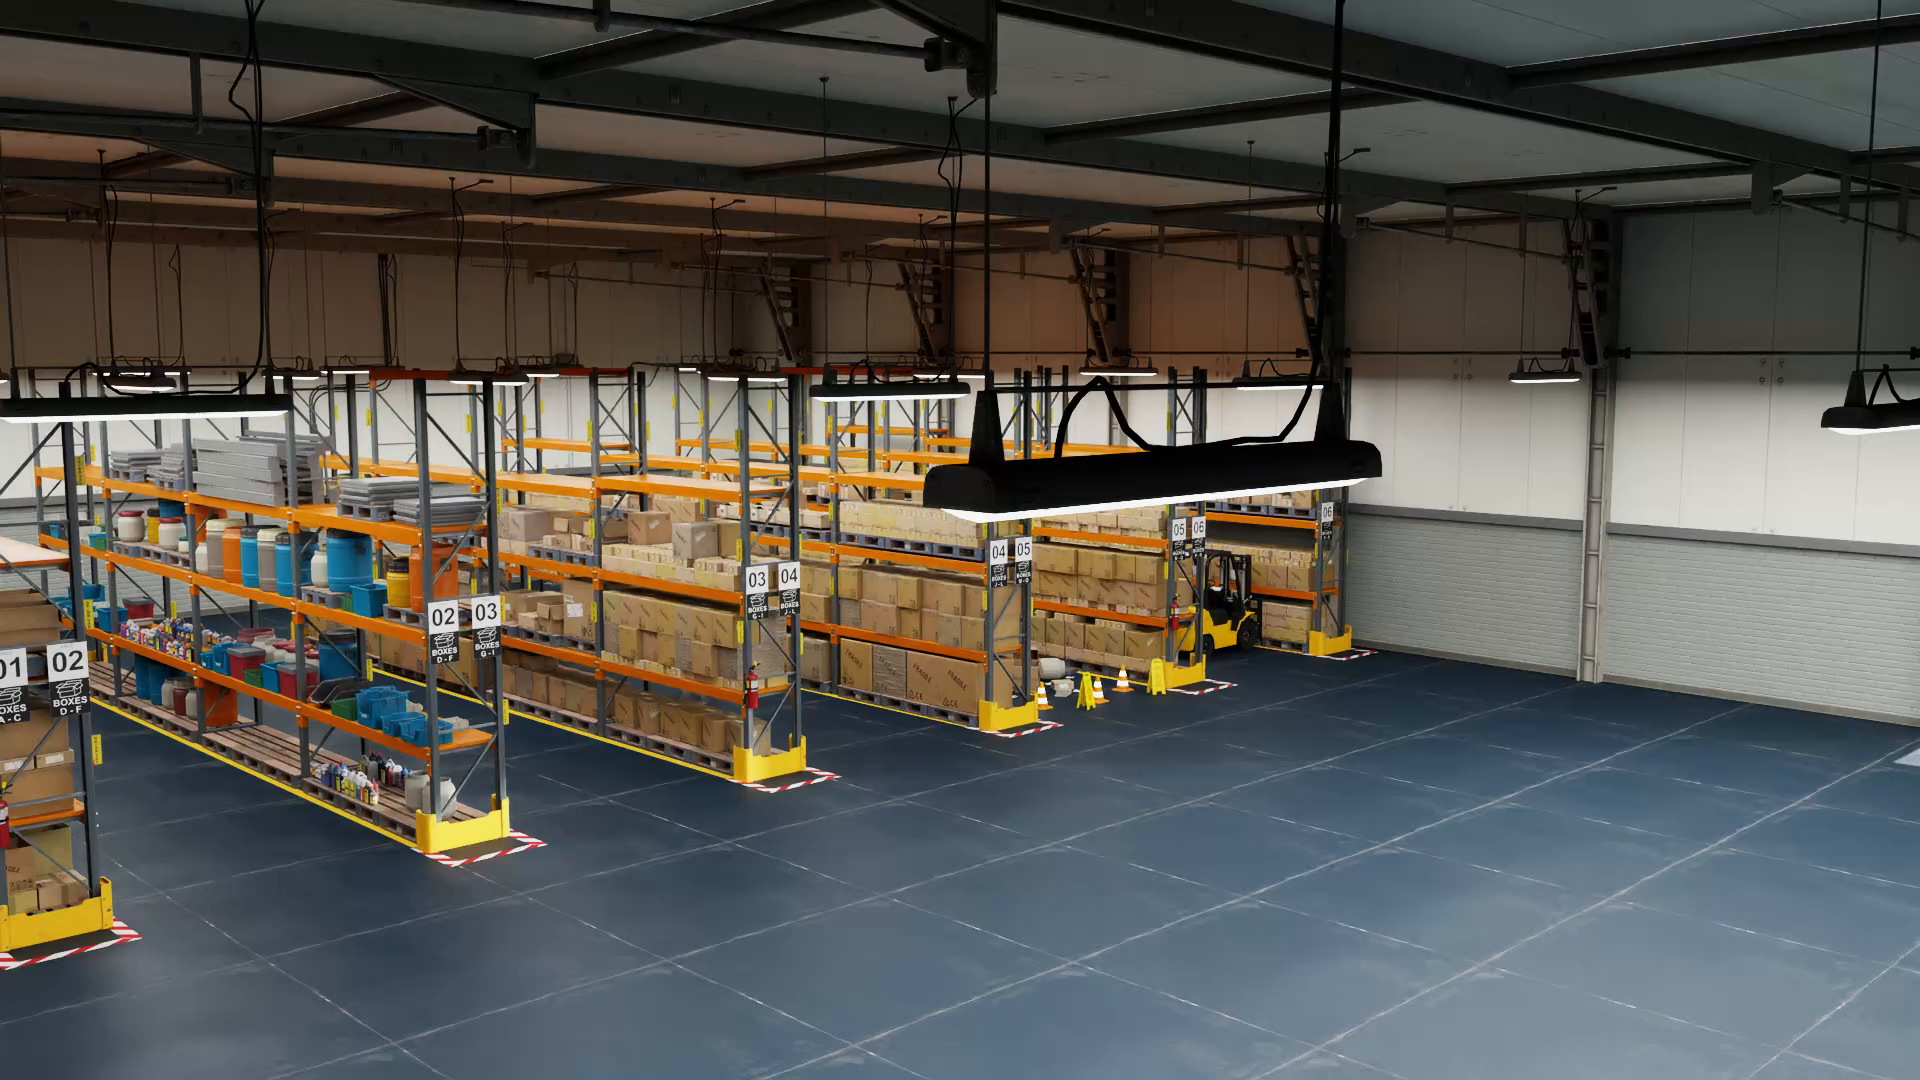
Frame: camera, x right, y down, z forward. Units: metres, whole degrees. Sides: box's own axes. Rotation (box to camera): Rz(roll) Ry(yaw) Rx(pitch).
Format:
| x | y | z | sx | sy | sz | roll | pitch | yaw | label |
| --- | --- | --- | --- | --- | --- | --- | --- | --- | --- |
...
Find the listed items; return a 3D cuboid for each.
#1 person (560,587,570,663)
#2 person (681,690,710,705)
| x | y | z | sx | sy | sz | roll | pitch | yaw | label |
| --- | --- | --- | --- | --- | --- | --- | --- | --- | --- |
| -8.081 | 1.725 | 34.118 | 0.790 | 1.637 | 0.611 | 1 | 6 | 5 | person |
| -4.508 | 2.211 | 29.265 | 0.841 | 1.737 | 0.687 | -1 | 7 | -10 | person |
